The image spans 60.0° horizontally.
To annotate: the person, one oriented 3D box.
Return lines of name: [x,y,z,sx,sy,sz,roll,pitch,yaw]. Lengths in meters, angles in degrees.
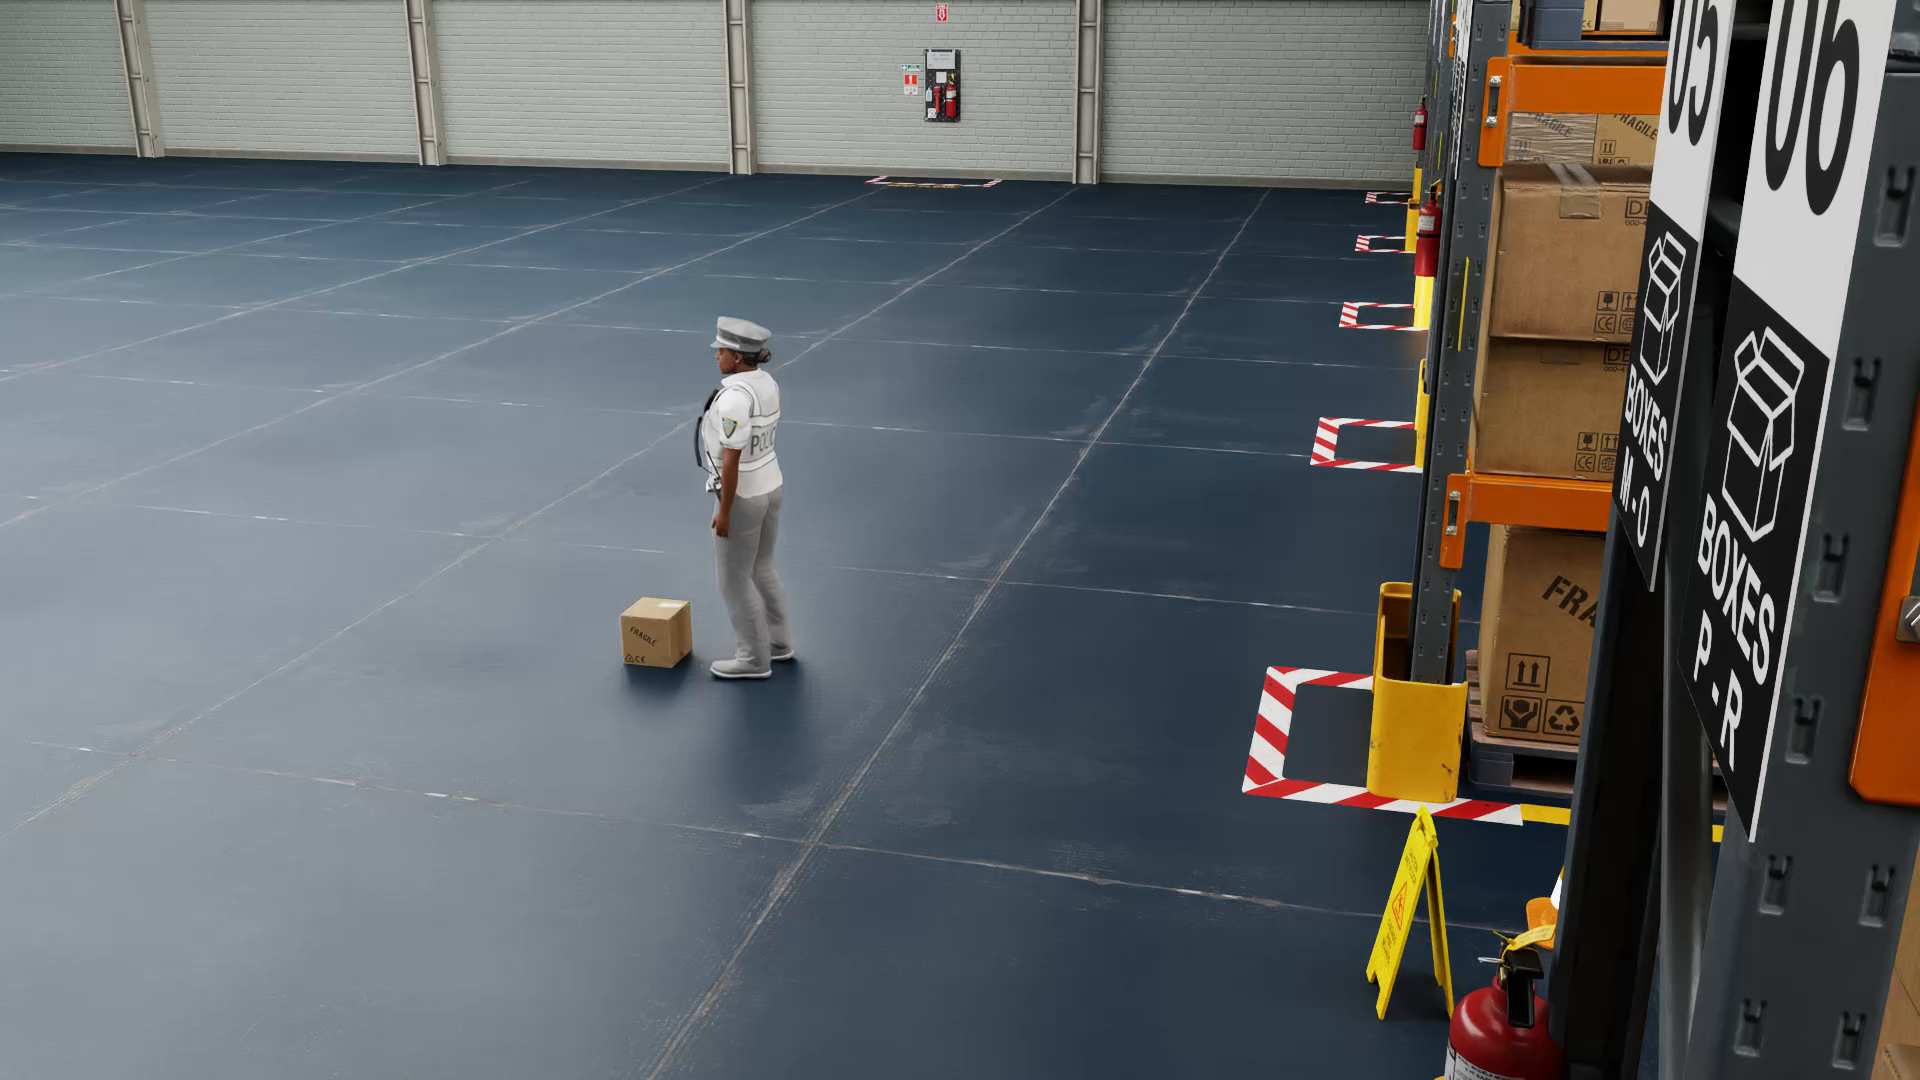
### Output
person: [-0.996,-0.185,7.609,0.340,1.688,0.436,5,19,15]
